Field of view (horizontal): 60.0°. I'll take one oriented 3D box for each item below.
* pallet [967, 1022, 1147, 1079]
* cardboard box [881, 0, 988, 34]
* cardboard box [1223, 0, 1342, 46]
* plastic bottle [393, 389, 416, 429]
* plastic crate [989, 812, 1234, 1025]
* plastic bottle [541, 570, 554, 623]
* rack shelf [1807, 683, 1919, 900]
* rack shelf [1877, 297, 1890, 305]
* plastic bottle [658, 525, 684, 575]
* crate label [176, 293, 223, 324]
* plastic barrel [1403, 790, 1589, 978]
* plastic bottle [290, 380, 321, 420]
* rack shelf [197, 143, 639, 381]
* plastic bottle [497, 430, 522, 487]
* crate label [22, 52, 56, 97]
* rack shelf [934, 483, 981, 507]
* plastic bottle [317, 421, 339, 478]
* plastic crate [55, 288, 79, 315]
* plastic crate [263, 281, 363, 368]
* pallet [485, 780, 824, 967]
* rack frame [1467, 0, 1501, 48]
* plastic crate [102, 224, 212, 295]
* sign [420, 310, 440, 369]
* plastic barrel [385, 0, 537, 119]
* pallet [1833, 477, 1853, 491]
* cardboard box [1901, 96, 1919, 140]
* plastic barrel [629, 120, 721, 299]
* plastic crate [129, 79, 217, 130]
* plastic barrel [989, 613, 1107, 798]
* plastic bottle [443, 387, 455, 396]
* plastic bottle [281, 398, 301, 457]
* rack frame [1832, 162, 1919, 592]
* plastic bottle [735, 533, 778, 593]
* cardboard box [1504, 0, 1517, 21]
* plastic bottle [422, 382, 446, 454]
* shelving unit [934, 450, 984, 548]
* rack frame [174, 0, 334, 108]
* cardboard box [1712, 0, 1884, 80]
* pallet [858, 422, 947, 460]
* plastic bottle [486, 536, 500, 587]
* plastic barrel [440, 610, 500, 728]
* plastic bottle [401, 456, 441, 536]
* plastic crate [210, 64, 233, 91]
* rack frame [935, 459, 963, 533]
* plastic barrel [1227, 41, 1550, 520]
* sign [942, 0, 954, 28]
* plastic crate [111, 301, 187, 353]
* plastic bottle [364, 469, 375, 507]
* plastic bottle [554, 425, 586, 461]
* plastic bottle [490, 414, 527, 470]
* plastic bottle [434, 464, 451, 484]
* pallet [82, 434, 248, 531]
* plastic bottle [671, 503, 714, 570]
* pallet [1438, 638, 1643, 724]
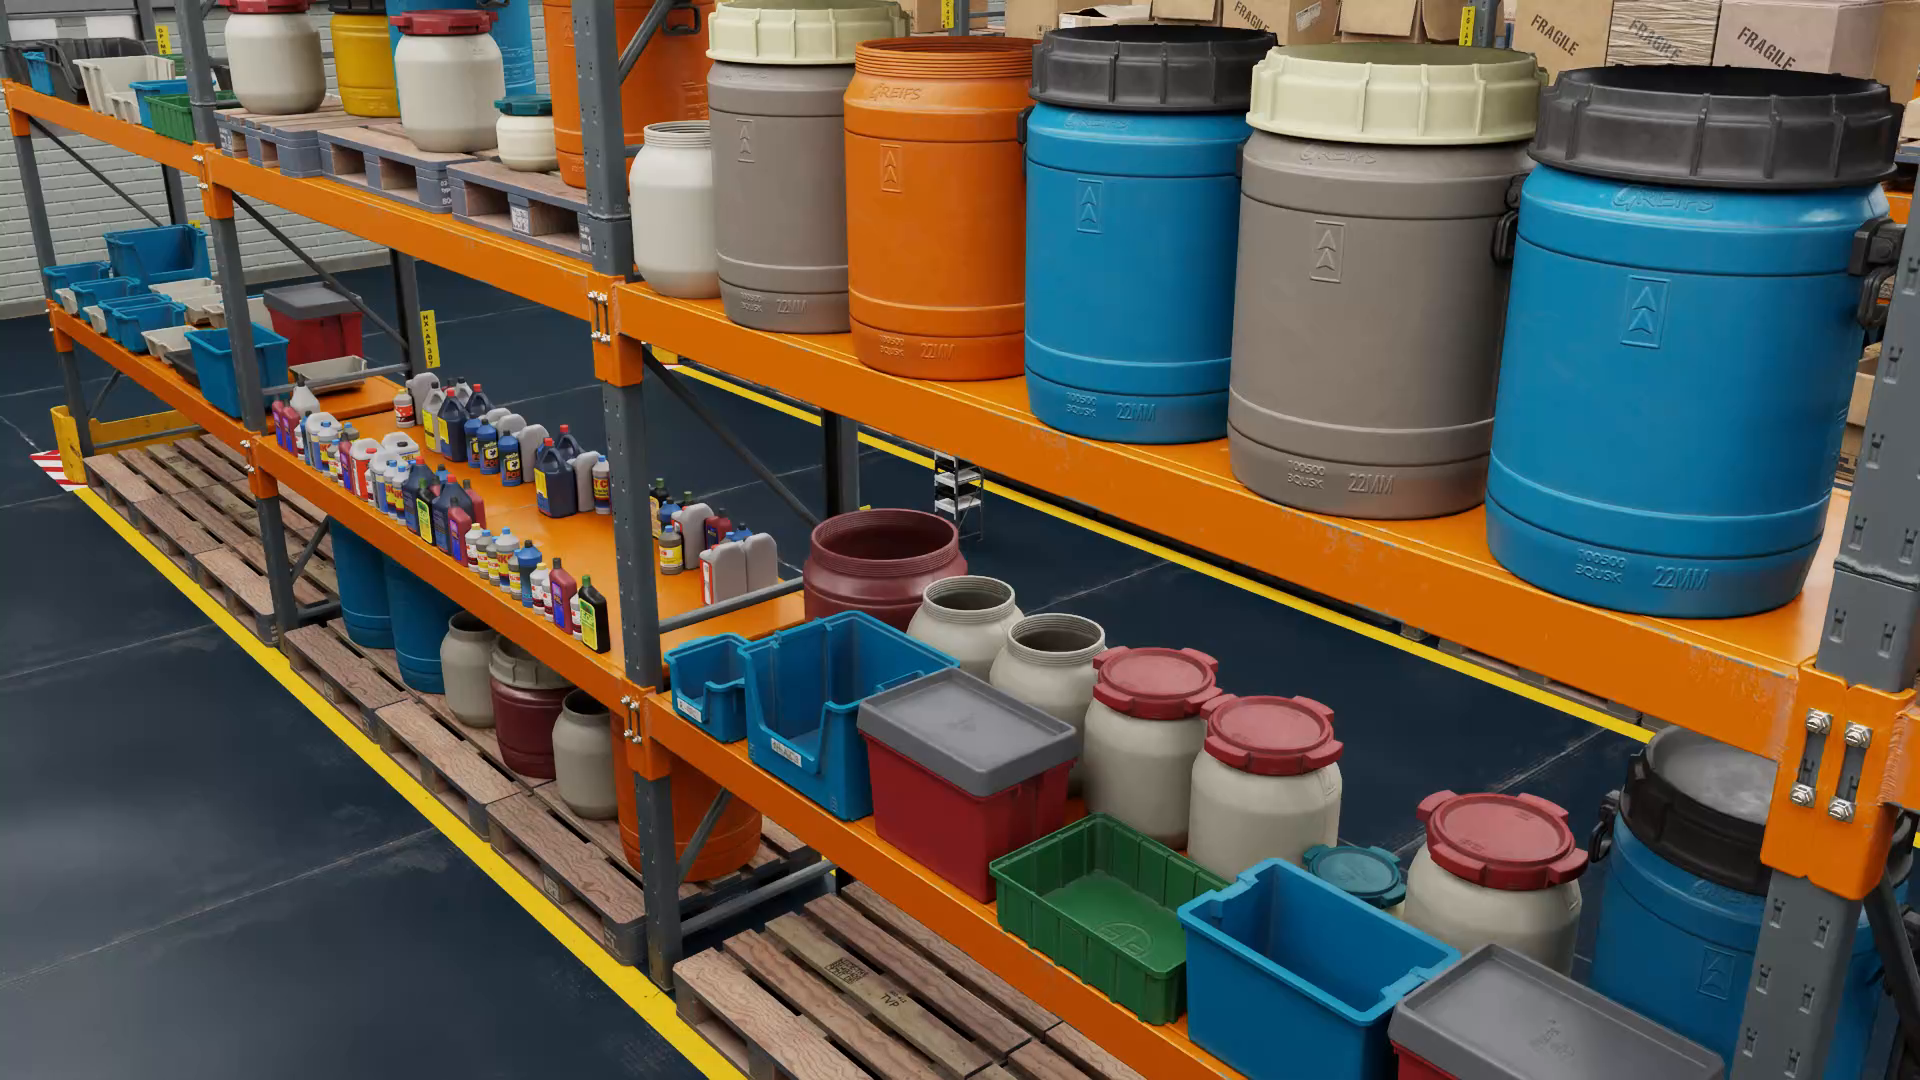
[{"bbox_3d":[0.464,2.094,5.349,1.003,0.211,1.213,-17,27,-37],"label":"pallet"},{"bbox_3d":[-0.219,-3.936,11.958,0.700,0.500,0.500,-19,29,-40],"label":"cardboard box"},{"bbox_3d":[1.865,-2.952,9.581,0.500,0.500,0.500,-16,26,-35],"label":"cardboard box"},{"bbox_3d":[-2.995,-0.711,8.958,0.097,0.201,0.097,0,21,0],"label":"plastic bottle"},{"bbox_3d":[0.456,1.025,4.545,0.450,0.188,0.662,-17,27,-37],"label":"plastic crate"},{"bbox_3d":[-1.604,0.217,6.589,0.097,0.201,0.097,0,21,0],"label":"plastic bottle"},{"bbox_3d":[3.112,0.831,1.623,1.077,0.370,4.000,-17,27,-37],"label":"rack shelf"},{"bbox_3d":[8.077,-1.209,10.945,1.077,0.370,4.000,-17,27,-37],"label":"rack shelf"},{"bbox_3d":[-1.226,0.038,7.046,0.097,0.201,0.097,0,21,0],"label":"plastic bottle"},{"bbox_3d":[-4.978,-1.544,11.091,0.396,0.136,0.243,-17,27,-37],"label":"crate label"},{"bbox_3d":[1.348,0.960,4.233,0.433,0.535,0.433,0,21,0],"label":"plastic barrel"},{"bbox_3d":[-3.405,-0.662,8.628,0.144,0.351,0.185,-17,27,-37],"label":"plastic bottle"},{"bbox_3d":[-2.110,-1.379,7.266,1.077,0.370,4.000,-17,27,-37],"label":"rack shelf"},{"bbox_3d":[-2.189,-0.402,8.074,0.097,0.271,0.097,0,21,0],"label":"plastic bottle"},{"bbox_3d":[-5.669,-2.971,10.547,0.408,0.251,0.502,-17,27,-37],"label":"crate label"},{"bbox_3d":[-0.005,-0.306,10.871,0.258,0.077,0.200,-17,27,-37],"label":"rack shelf"},{"bbox_3d":[-3.108,-0.452,8.201,0.097,0.271,0.097,0,21,0],"label":"plastic bottle"},{"bbox_3d":[-5.968,-1.626,11.301,0.250,0.136,0.298,-17,27,-37],"label":"plastic crate"},{"bbox_3d":[-3.808,-1.234,9.852,0.402,0.464,0.583,-17,27,-37],"label":"plastic crate"},{"bbox_3d":[-1.350,1.325,7.310,1.003,0.211,1.213,-17,27,-37],"label":"pallet"},{"bbox_3d":[2.948,-3.737,8.187,1.000,3.000,0.127,-17,27,-37],"label":"rack frame"},{"bbox_3d":[-5.666,-1.972,11.774,0.616,0.435,0.499,-17,27,-37],"label":"plastic crate"},{"bbox_3d":[-2.997,-1.129,9.375,0.100,0.325,0.005,-17,27,-37],"label":"sign"},{"bbox_3d":[-2.185,-2.261,7.267,0.600,0.901,0.708,-17,27,-37],"label":"plastic barrel"},{"bbox_3d":[4.271,-0.318,7.945,1.003,0.211,1.213,-17,27,-37],"label":"pallet"},{"bbox_3d":[4.259,-1.817,7.141,0.380,0.166,0.250,-18,28,-39],"label":"cardboard box"},{"bbox_3d":[-0.834,-1.055,5.298,0.421,0.512,0.421,0,21,0],"label":"plastic barrel"},{"bbox_3d":[-4.251,-2.364,9.024,0.416,0.233,0.300,-17,27,-37],"label":"plastic crate"},{"bbox_3d":[0.304,0.533,5.358,0.421,0.512,0.421,0,21,0],"label":"plastic barrel"},{"bbox_3d":[-2.675,-0.680,8.776,0.152,0.276,0.135,-17,27,-37],"label":"plastic bottle"},{"bbox_3d":[-3.412,-0.576,8.502,0.061,0.283,0.133,-17,27,-37],"label":"plastic bottle"},{"bbox_3d":[1.807,-1.453,2.355,1.000,3.000,0.127,-17,27,-37],"label":"rack frame"},{"bbox_3d":[-0.842,0.096,6.795,0.152,0.276,0.135,-17,27,-37],"label":"plastic bottle"},{"bbox_3d":[4.576,-4.460,13.691,0.500,0.311,0.500,-18,28,-38],"label":"cardboard box"},{"bbox_3d":[-2.677,-0.637,8.564,0.144,0.351,0.185,-17,27,-37],"label":"plastic bottle"},{"bbox_3d":[-0.005,-0.421,10.826,0.258,0.900,0.210,-17,27,-37],"label":"shelving unit"},{"bbox_3d":[-3.415,-3.664,7.999,1.000,3.000,0.127,-17,27,-37],"label":"rack frame"},{"bbox_3d":[3.722,-2.151,7.427,0.500,0.500,0.500,-18,28,-39],"label":"cardboard box"},{"bbox_3d":[-0.100,-0.980,13.195,1.003,0.211,1.213,-17,27,-37],"label":"pallet"},{"bbox_3d":[-1.921,0.083,6.932,0.097,0.201,0.097,0,21,0],"label":"plastic bottle"},{"bbox_3d":[-2.310,0.620,8.124,0.421,0.512,0.421,0,21,0],"label":"plastic barrel"},{"bbox_3d":[-2.418,-0.210,7.474,0.144,0.351,0.185,-17,27,-37],"label":"plastic bottle"},{"bbox_3d":[-4.018,-2.614,9.612,0.497,0.269,0.590,-17,27,-37],"label":"plastic crate"},{"bbox_3d":[-0.072,-0.449,10.897,0.240,0.900,0.006,-17,27,-37],"label":"rack frame"},{"bbox_3d":[0.883,-0.560,3.499,0.600,0.901,0.600,0,21,0],"label":"plastic barrel"},{"bbox_3d":[-0.082,-3.591,11.109,0.100,0.325,0.005,-17,27,-37],"label":"sign"},{"bbox_3d":[-5.059,-1.332,10.419,0.416,0.233,0.300,-17,27,-37],"label":"plastic crate"},{"bbox_3d":[-2.742,-0.265,7.819,0.097,0.201,0.097,0,21,0],"label":"plastic bottle"},{"bbox_3d":[-1.848,-0.367,7.875,0.144,0.351,0.185,-17,27,-37],"label":"plastic bottle"},{"bbox_3d":[-2.258,-0.503,8.325,0.152,0.276,0.135,-17,27,-37],"label":"plastic bottle"},{"bbox_3d":[-2.355,-0.214,7.593,0.097,0.271,0.097,0,21,0],"label":"plastic bottle"},{"bbox_3d":[-5.517,-0.440,11.817,1.003,0.211,1.213,-17,27,-37],"label":"pallet"},{"bbox_3d":[-1.144,-0.032,7.122,0.152,0.276,0.135,-17,27,-37],"label":"plastic bottle"},{"bbox_3d":[3.457,0.571,9.238,1.003,0.211,1.213,-17,27,-37],"label":"pallet"}]
